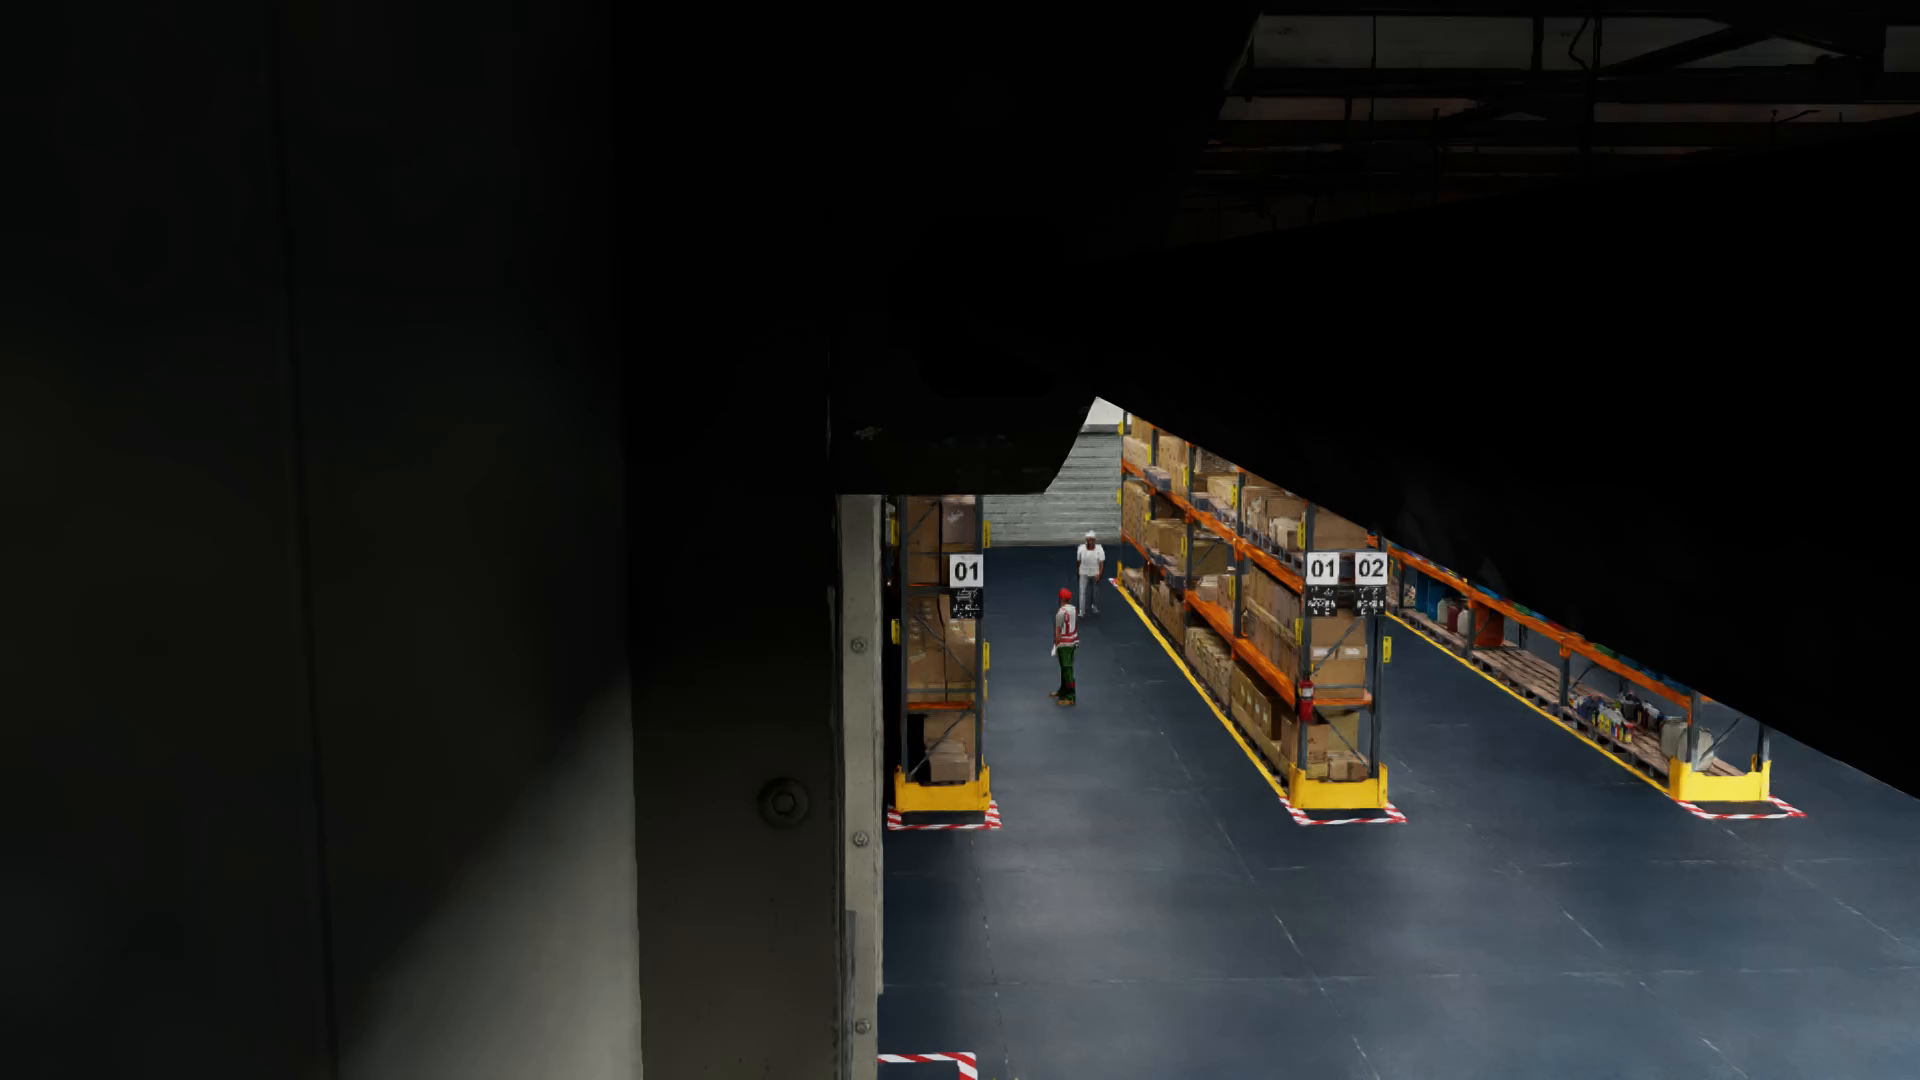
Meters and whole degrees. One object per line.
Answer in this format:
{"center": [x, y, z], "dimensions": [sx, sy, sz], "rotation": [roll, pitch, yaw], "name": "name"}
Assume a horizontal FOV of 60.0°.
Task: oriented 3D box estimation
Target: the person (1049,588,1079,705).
{"center": [1.605, 1.628, 25.875], "dimensions": [0.569, 1.784, 0.655], "rotation": [5, 10, 28], "name": "person"}

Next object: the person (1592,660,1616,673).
{"center": [10.918, 1.402, 28.121], "dimensions": [0.359, 1.724, 0.526], "rotation": [-5, 10, -29], "name": "person"}

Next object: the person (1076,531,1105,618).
{"center": [2.568, 0.658, 32.734], "dimensions": [0.571, 1.706, 1.043], "rotation": [1, 8, 7], "name": "person"}
